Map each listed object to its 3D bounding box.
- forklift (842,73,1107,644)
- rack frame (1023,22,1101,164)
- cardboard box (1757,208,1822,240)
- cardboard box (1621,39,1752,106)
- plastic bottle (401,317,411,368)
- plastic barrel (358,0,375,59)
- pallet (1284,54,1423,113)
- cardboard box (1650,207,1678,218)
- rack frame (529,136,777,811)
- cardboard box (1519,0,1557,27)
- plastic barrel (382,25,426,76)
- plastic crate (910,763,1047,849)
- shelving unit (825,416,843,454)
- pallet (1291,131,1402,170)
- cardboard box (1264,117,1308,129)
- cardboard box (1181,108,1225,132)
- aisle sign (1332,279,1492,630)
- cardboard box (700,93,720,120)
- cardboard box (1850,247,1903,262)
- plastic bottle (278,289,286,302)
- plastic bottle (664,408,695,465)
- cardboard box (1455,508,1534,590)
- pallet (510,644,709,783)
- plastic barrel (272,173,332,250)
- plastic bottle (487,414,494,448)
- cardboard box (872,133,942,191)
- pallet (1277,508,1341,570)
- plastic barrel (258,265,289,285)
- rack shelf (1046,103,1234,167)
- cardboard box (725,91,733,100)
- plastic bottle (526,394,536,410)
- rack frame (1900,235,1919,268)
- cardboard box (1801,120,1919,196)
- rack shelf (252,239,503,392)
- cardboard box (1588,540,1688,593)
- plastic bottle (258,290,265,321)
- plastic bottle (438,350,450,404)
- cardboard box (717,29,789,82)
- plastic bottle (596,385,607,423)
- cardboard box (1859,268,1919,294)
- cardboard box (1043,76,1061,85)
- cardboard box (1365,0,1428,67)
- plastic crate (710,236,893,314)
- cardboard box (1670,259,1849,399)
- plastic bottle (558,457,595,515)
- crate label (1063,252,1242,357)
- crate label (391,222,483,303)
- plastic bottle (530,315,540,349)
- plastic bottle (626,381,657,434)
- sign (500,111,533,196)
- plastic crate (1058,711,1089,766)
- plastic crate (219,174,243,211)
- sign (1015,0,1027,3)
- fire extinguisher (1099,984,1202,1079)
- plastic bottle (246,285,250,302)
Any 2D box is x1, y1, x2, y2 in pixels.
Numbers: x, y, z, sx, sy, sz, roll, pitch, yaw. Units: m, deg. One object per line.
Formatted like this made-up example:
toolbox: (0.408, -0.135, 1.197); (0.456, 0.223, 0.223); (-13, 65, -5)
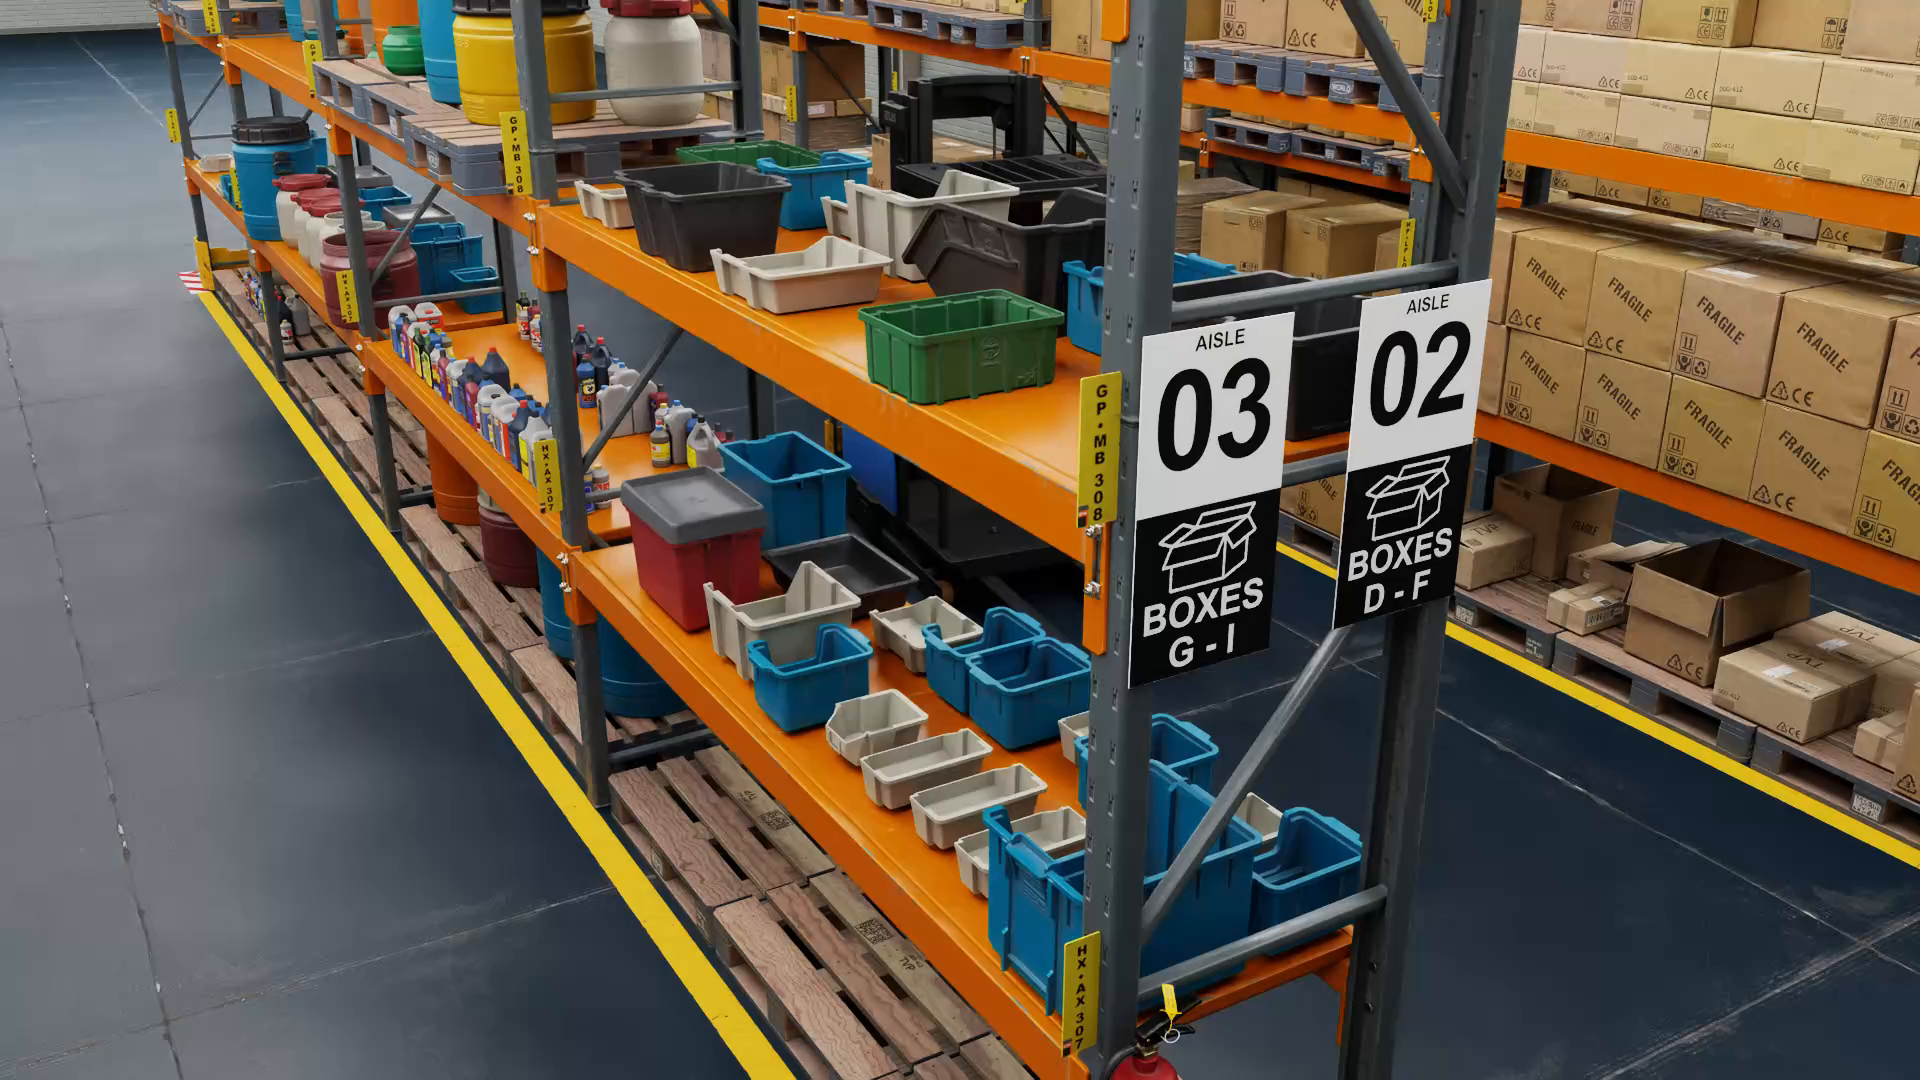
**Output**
forklift: (0.249, -1.142, 9.728); (1.130, 2.935, 3.031); (-9, 24, -22)
rack frame: (0.926, -2.495, 12.967); (1.000, 3.000, 0.127); (-13, 25, -28)
cardboard box: (6.504, -2.612, 12.700); (0.500, 0.500, 0.500); (-12, 25, -28)
cardboard box: (3.506, -2.222, 7.845); (0.500, 0.250, 0.500); (-13, 25, -28)
plastic bottle: (-3.263, -1.172, 9.867); (0.061, 0.283, 0.133); (-13, 25, -28)
plastic barrel: (-3.568, -3.473, 10.724); (0.600, 0.901, 0.600); (0, 22, 0)
pallet: (2.696, -2.728, 9.805); (1.213, 0.211, 1.003); (-13, 25, -28)
cardboard box: (5.944, -2.697, 13.770); (0.380, 0.149, 0.250); (-12, 25, -28)
rack frame: (-1.291, -0.249, 7.441); (1.000, 3.000, 0.127); (-13, 25, -28)
cardboard box: (3.250, -2.950, 8.641); (0.700, 0.500, 0.500); (-13, 25, -28)
plastic barrel: (-2.991, -2.669, 9.059); (0.294, 0.245, 0.294); (0, 22, 0)
plastic crate: (0.044, 0.814, 5.095); (0.396, 0.136, 0.243); (-13, 25, -28)
shelving unit: (-0.524, -1.206, 11.786); (0.587, 1.500, 1.083); (-9, 24, -22)
pallet: (4.136, -3.994, 16.908); (1.003, 0.211, 1.213); (-13, 25, -28)
cardboard box: (3.649, -4.641, 17.529); (0.700, 0.500, 0.500); (-10, 24, -23)
cardboard box: (2.637, -4.779, 18.758); (0.500, 0.250, 0.500); (-13, 25, -28)
aisle sign: (1.044, -0.192, 3.849); (0.394, 0.787, 0.004); (-13, 25, -28)
cardboard box: (-2.412, -4.647, 18.128); (0.700, 0.500, 0.500); (-12, 25, -28)
cardboard box: (6.809, -2.103, 12.308); (0.380, 0.149, 0.250); (-12, 25, -28)
plastic bottle: (-6.143, -2.132, 15.096); (0.061, 0.283, 0.133); (-13, 25, -28)
plastic bottle: (-1.387, -0.533, 8.304); (0.152, 0.276, 0.135); (-13, 25, -28)
cardboard box: (2.997, 0.019, 9.768); (0.500, 0.311, 0.500); (-13, 25, -28)
pallet: (-1.650, 0.785, 8.600); (1.003, 0.211, 1.213); (-13, 25, -28)
plastic barrel: (-5.078, -2.550, 12.921); (0.433, 0.535, 0.433); (0, 22, 0)
plastic bottle: (-2.366, -0.580, 8.518); (0.097, 0.201, 0.097); (0, 22, 0)
cardboard box: (-0.470, -3.414, 15.095); (0.500, 0.500, 0.500); (-11, 24, -24)
pallet: (2.521, -0.165, 10.937); (1.003, 0.211, 1.213); (-13, 25, -28)
plastic barrel: (-6.763, -2.815, 16.500); (0.421, 0.512, 0.421); (0, 22, 0)
rack shelf: (2.117, -5.058, 20.228); (1.077, 0.370, 4.000); (-13, 25, -28)
cardboard box: (-2.226, -4.681, 17.349); (0.380, 0.149, 0.250); (-12, 25, -27)
plastic bottle: (-2.186, -0.610, 8.499); (0.097, 0.271, 0.097); (0, 22, 0)
rack frame: (7.226, -2.155, 12.129); (1.000, 3.000, 0.127); (-13, 25, -28)
cardboard box: (4.010, -1.665, 7.139); (0.500, 0.250, 0.500); (-13, 25, -28)
rack shelf: (-4.356, -1.858, 12.355); (1.077, 0.370, 4.000); (-13, 25, -28)
cardboard box: (3.887, 0.214, 9.288); (0.500, 0.311, 0.500); (-13, 25, -28)
plastic bottle: (-6.297, -2.154, 15.160); (0.152, 0.276, 0.135); (-12, 25, -27)
plastic bottle: (-2.841, -0.905, 9.209); (0.061, 0.283, 0.133); (-13, 25, -28)
cardboard box: (-2.119, -5.067, 17.439); (0.700, 0.500, 0.500); (-13, 25, -28)
plastic bottle: (-1.890, -0.725, 8.875); (0.097, 0.201, 0.097); (0, 22, 0)
cardboard box: (4.487, -0.940, 7.681); (0.500, 0.500, 0.500); (-12, 25, -28)
cardboard box: (1.325, -5.952, 20.648); (0.500, 0.500, 0.500); (-13, 25, -28)
cardboard box: (2.775, -3.055, 9.536); (0.600, 0.600, 0.600); (-15, 27, -33)
plastic crate: (-0.517, -0.843, 5.268); (0.437, 0.136, 0.530); (-13, 25, -28)
cardboard box: (3.758, -1.003, 7.835); (0.500, 0.500, 0.500); (-12, 25, -27)
plastic bottle: (-1.771, -0.257, 7.625); (0.152, 0.276, 0.135); (-13, 25, -28)
crate label: (0.558, -0.636, 4.606); (0.408, 0.251, 0.502); (-13, 25, -28)
crate label: (-3.610, -1.934, 11.539); (0.502, 0.435, 0.616); (-13, 25, -28)
plastic bottle: (-2.600, -1.287, 10.259); (0.097, 0.201, 0.097); (0, 22, 0)
plastic bottle: (-1.673, -0.714, 8.750); (0.152, 0.276, 0.135); (-13, 25, -28)
sign: (-1.765, -1.538, 6.615); (0.100, 0.325, 0.005); (-13, 25, -28)
plastic crate: (0.470, 0.658, 5.481); (0.250, 0.136, 0.298); (-13, 25, -28)
plastic crate: (-6.177, -3.076, 14.593); (0.499, 0.251, 0.616); (-13, 25, -28)
sign: (0.444, -4.057, 12.034); (0.100, 0.325, 0.005); (-13, 25, -28)
fire extinguisher: (0.438, 1.391, 4.005); (0.296, 0.674, 0.183); (-13, 25, -28)
plastic bottle: (-6.710, -2.361, 15.768); (0.097, 0.201, 0.097); (0, 22, 0)
